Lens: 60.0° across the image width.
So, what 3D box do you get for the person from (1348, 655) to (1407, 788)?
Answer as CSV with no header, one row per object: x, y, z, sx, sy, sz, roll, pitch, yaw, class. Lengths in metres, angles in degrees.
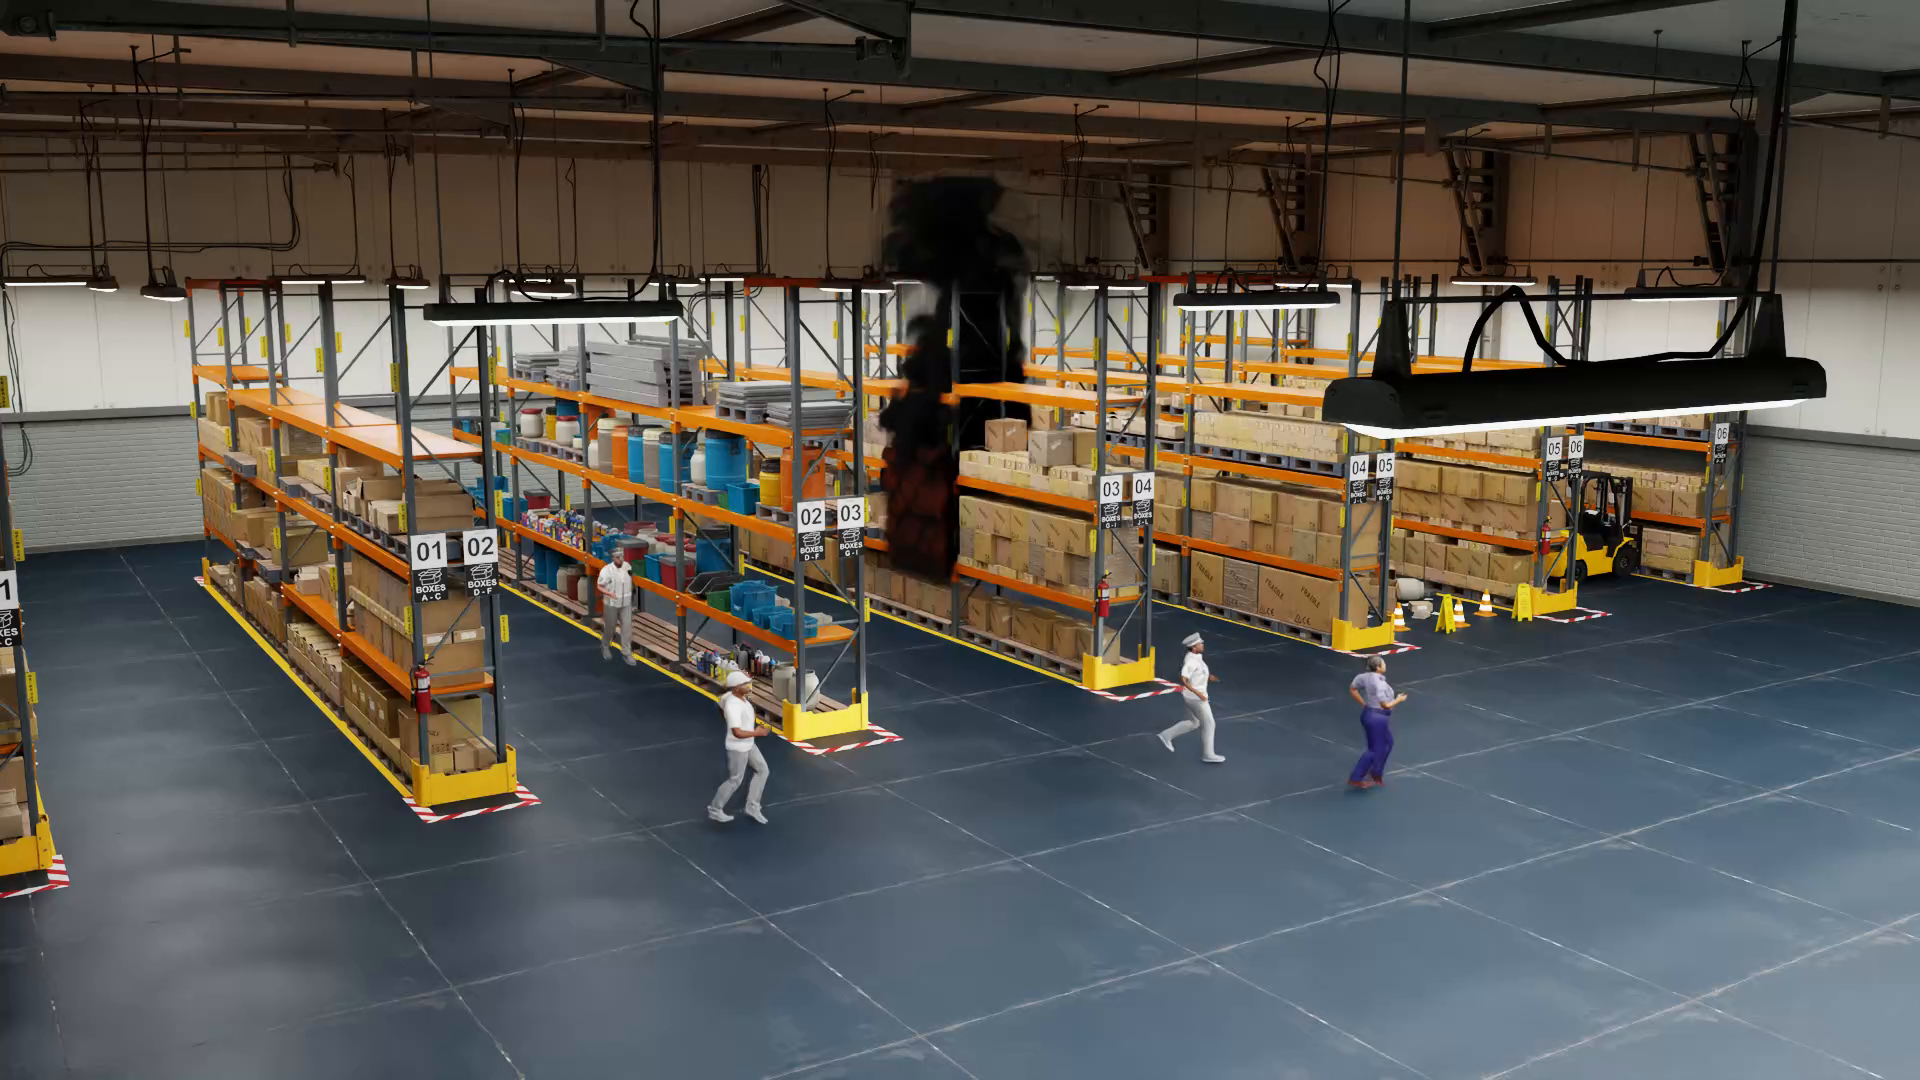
5.010,2.211,20.000,0.680,1.695,0.582,-1,10,-6,person

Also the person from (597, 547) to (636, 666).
-5.211,0.976,25.256,0.648,1.814,0.867,-7,12,-35,person

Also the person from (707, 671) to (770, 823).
-2.494,2.361,18.754,0.730,1.813,0.697,0,10,1,person

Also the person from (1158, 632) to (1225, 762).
2.956,1.993,21.123,0.850,1.665,0.588,1,10,3,person
